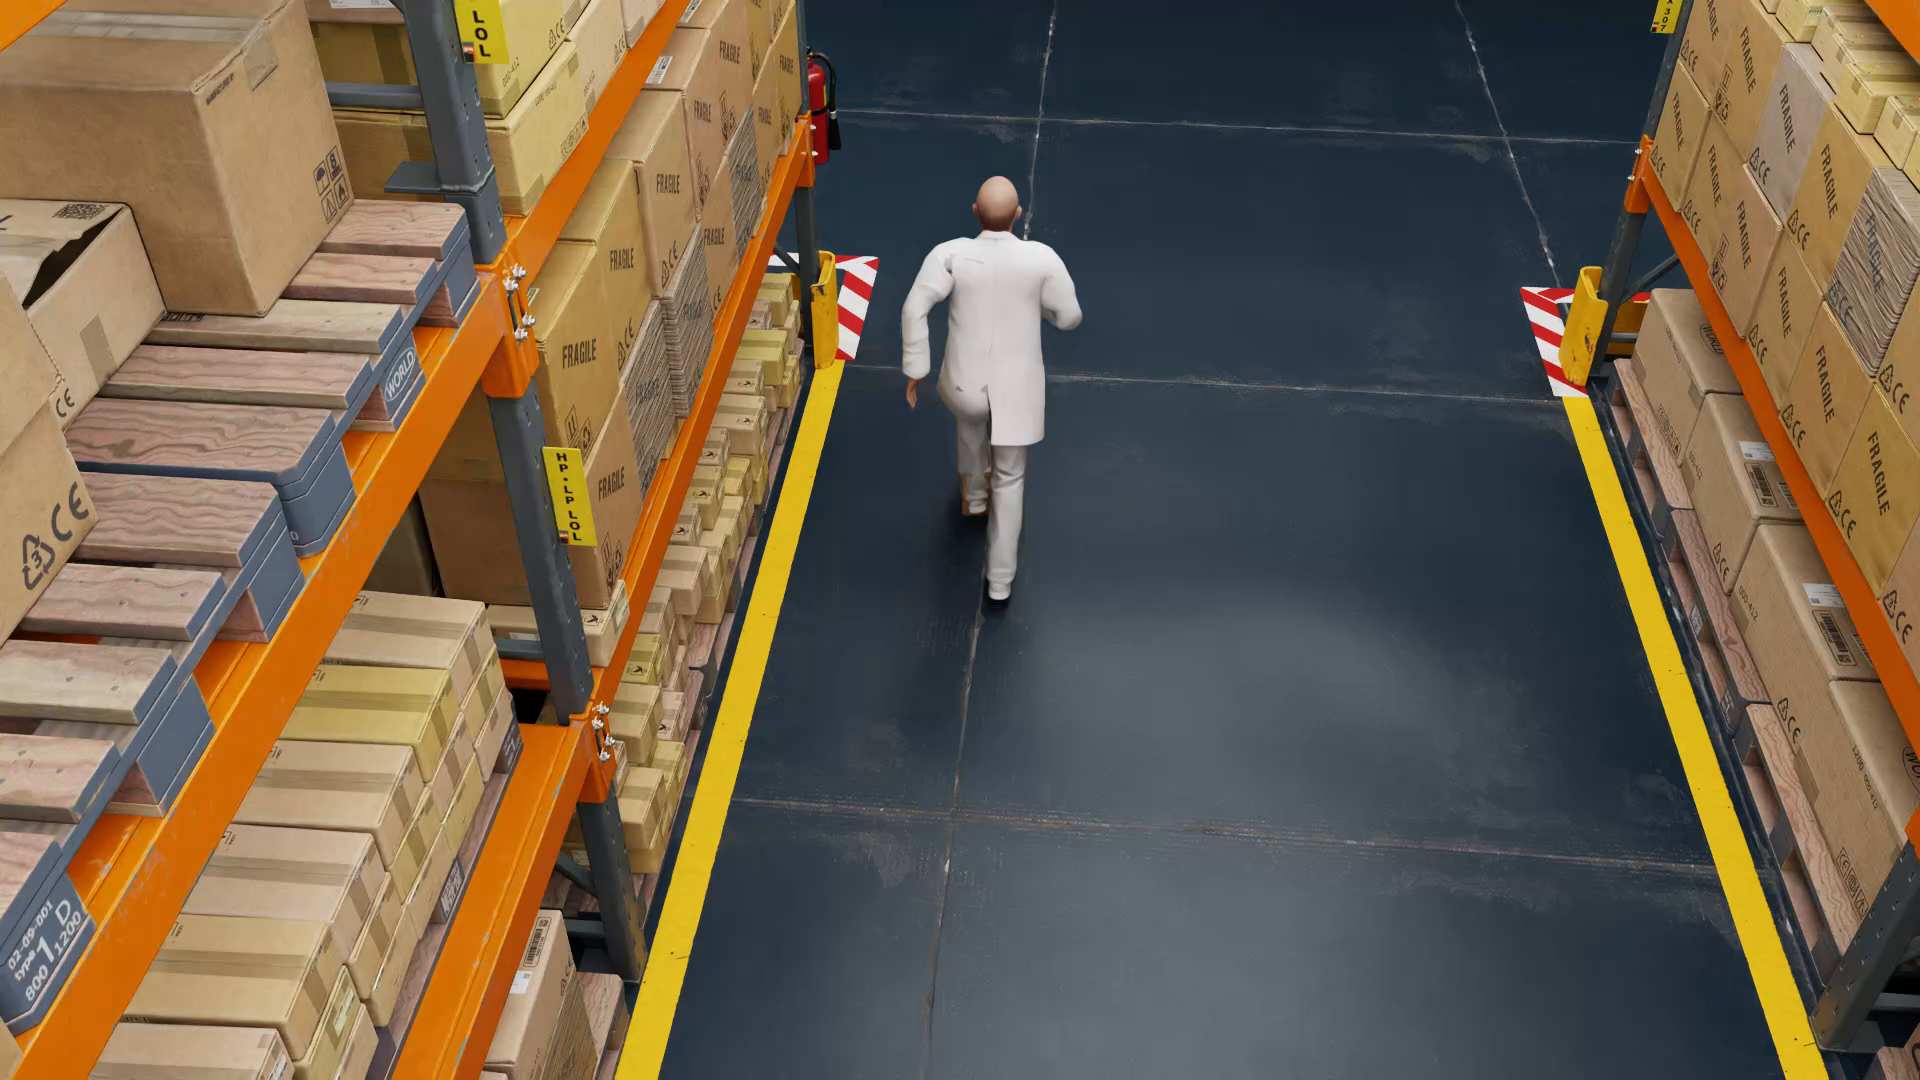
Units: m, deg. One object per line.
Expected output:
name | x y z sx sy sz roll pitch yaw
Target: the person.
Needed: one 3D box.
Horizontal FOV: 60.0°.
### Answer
person | 0.137 -0.689 7.040 0.716 1.693 0.995 7 40 8
